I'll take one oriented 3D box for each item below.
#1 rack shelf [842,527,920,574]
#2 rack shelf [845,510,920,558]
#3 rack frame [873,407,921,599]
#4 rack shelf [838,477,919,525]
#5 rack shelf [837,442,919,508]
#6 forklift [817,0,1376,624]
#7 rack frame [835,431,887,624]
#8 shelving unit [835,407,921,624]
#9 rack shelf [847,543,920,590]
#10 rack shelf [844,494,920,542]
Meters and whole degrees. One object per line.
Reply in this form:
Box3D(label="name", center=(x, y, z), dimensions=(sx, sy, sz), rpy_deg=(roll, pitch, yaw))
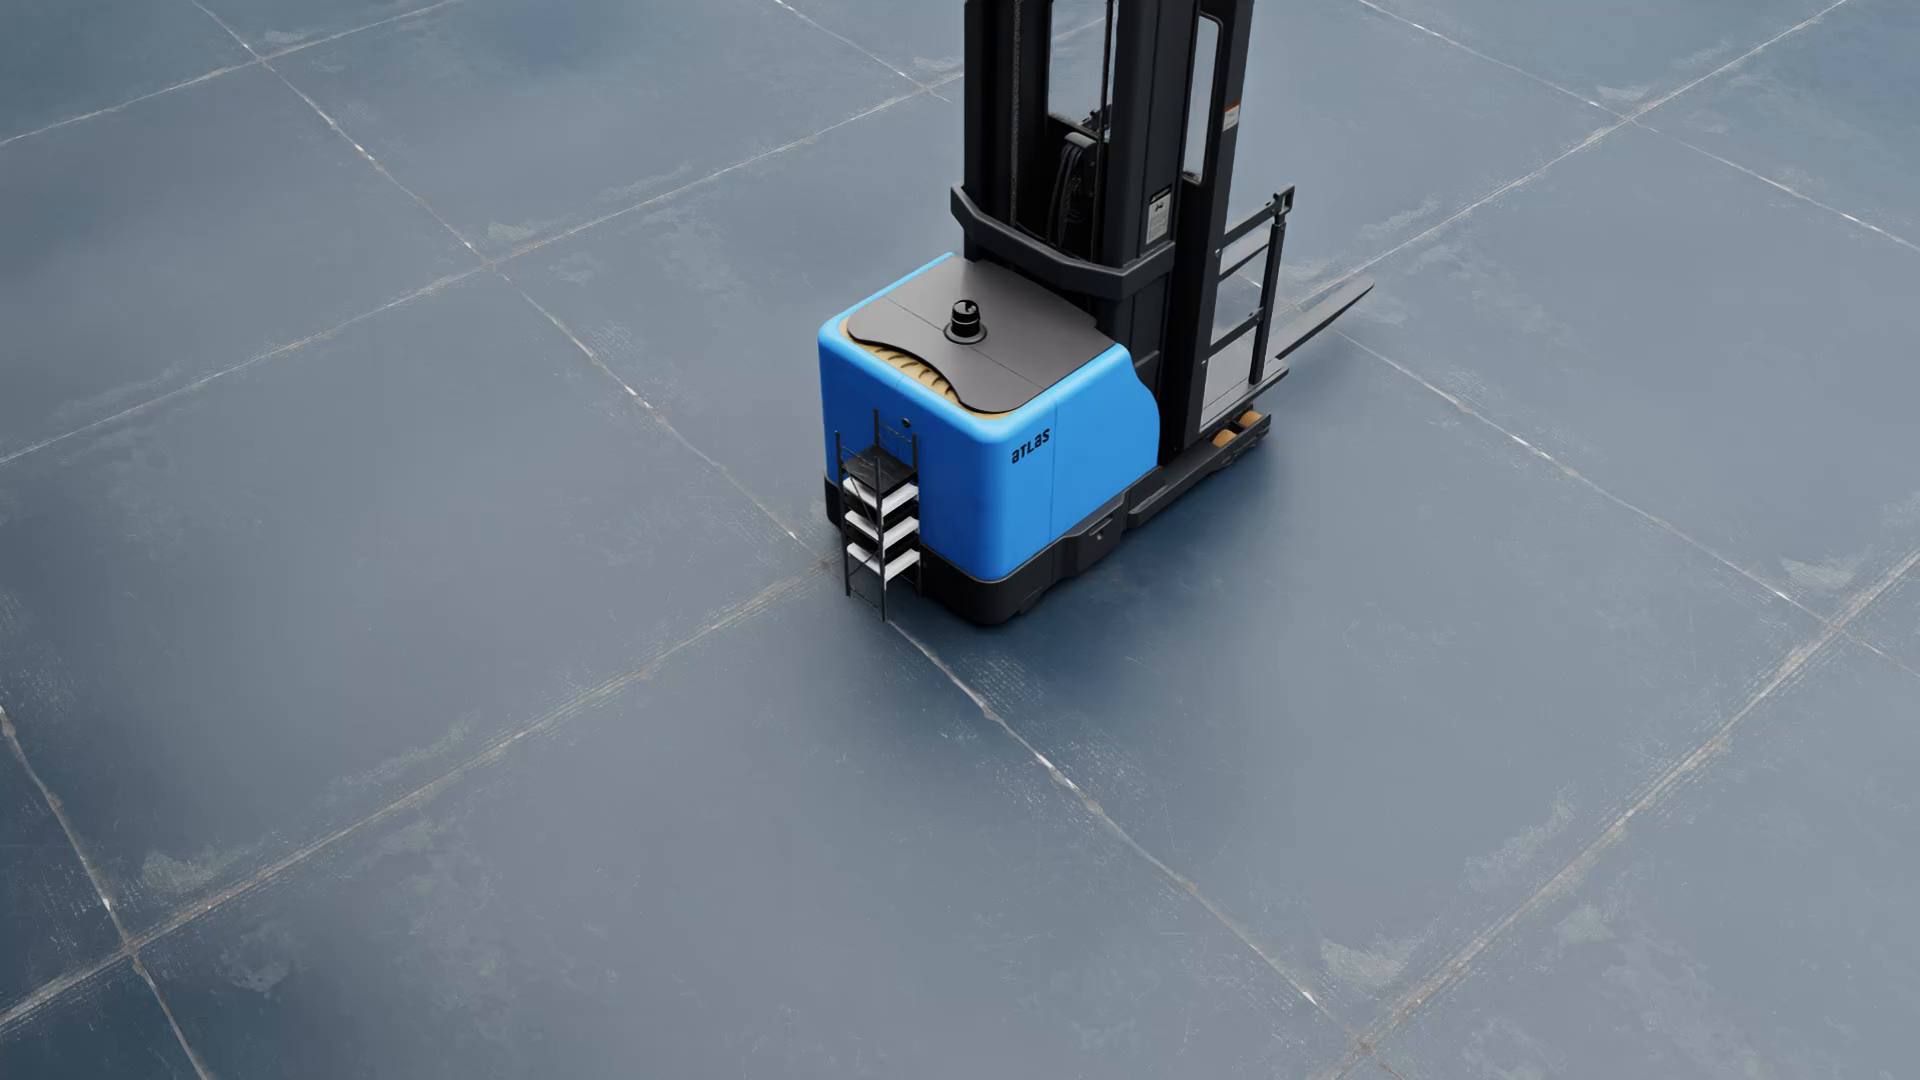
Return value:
Box3D(label="rack shelf", center=(-0.324, 0.003, 6.823), dimensions=(0.258, 0.077, 0.200), rpy_deg=(34, 53, 31))
Box3D(label="rack shelf", center=(-0.324, -0.062, 6.761), dimensions=(0.258, 0.077, 0.200), rpy_deg=(34, 53, 31))
Box3D(label="rack frame", center=(-0.253, -0.136, 6.792), dimensions=(0.240, 0.900, 0.006), rpy_deg=(34, 53, 31))
Box3D(label="rack shelf", center=(-0.324, -0.193, 6.638), dimensions=(0.258, 0.077, 0.200), rpy_deg=(34, 53, 31))
Box3D(label="rack shelf", center=(-0.324, -0.259, 6.576), dimensions=(0.258, 0.077, 0.200), rpy_deg=(34, 53, 31))
Box3D(label="forklift", center=(0.800, -1.631, 6.900), dimensions=(1.130, 2.935, 3.031), rpy_deg=(34, 53, 31))
Box3D(label="rack frame", center=(-0.395, -0.037, 6.685), dimensions=(0.240, 0.900, 0.006), rpy_deg=(34, 53, 31))
Box3D(label="shelving unit", center=(-0.324, -0.087, 6.738), dimensions=(0.258, 0.900, 0.210), rpy_deg=(34, 53, 31))
Box3D(label="rack shelf", center=(-0.324, 0.069, 6.885), dimensions=(0.258, 0.077, 0.200), rpy_deg=(34, 53, 31))
Box3D(label="rack shelf", center=(-0.324, -0.128, 6.700), dimensions=(0.258, 0.077, 0.200), rpy_deg=(34, 53, 31))
